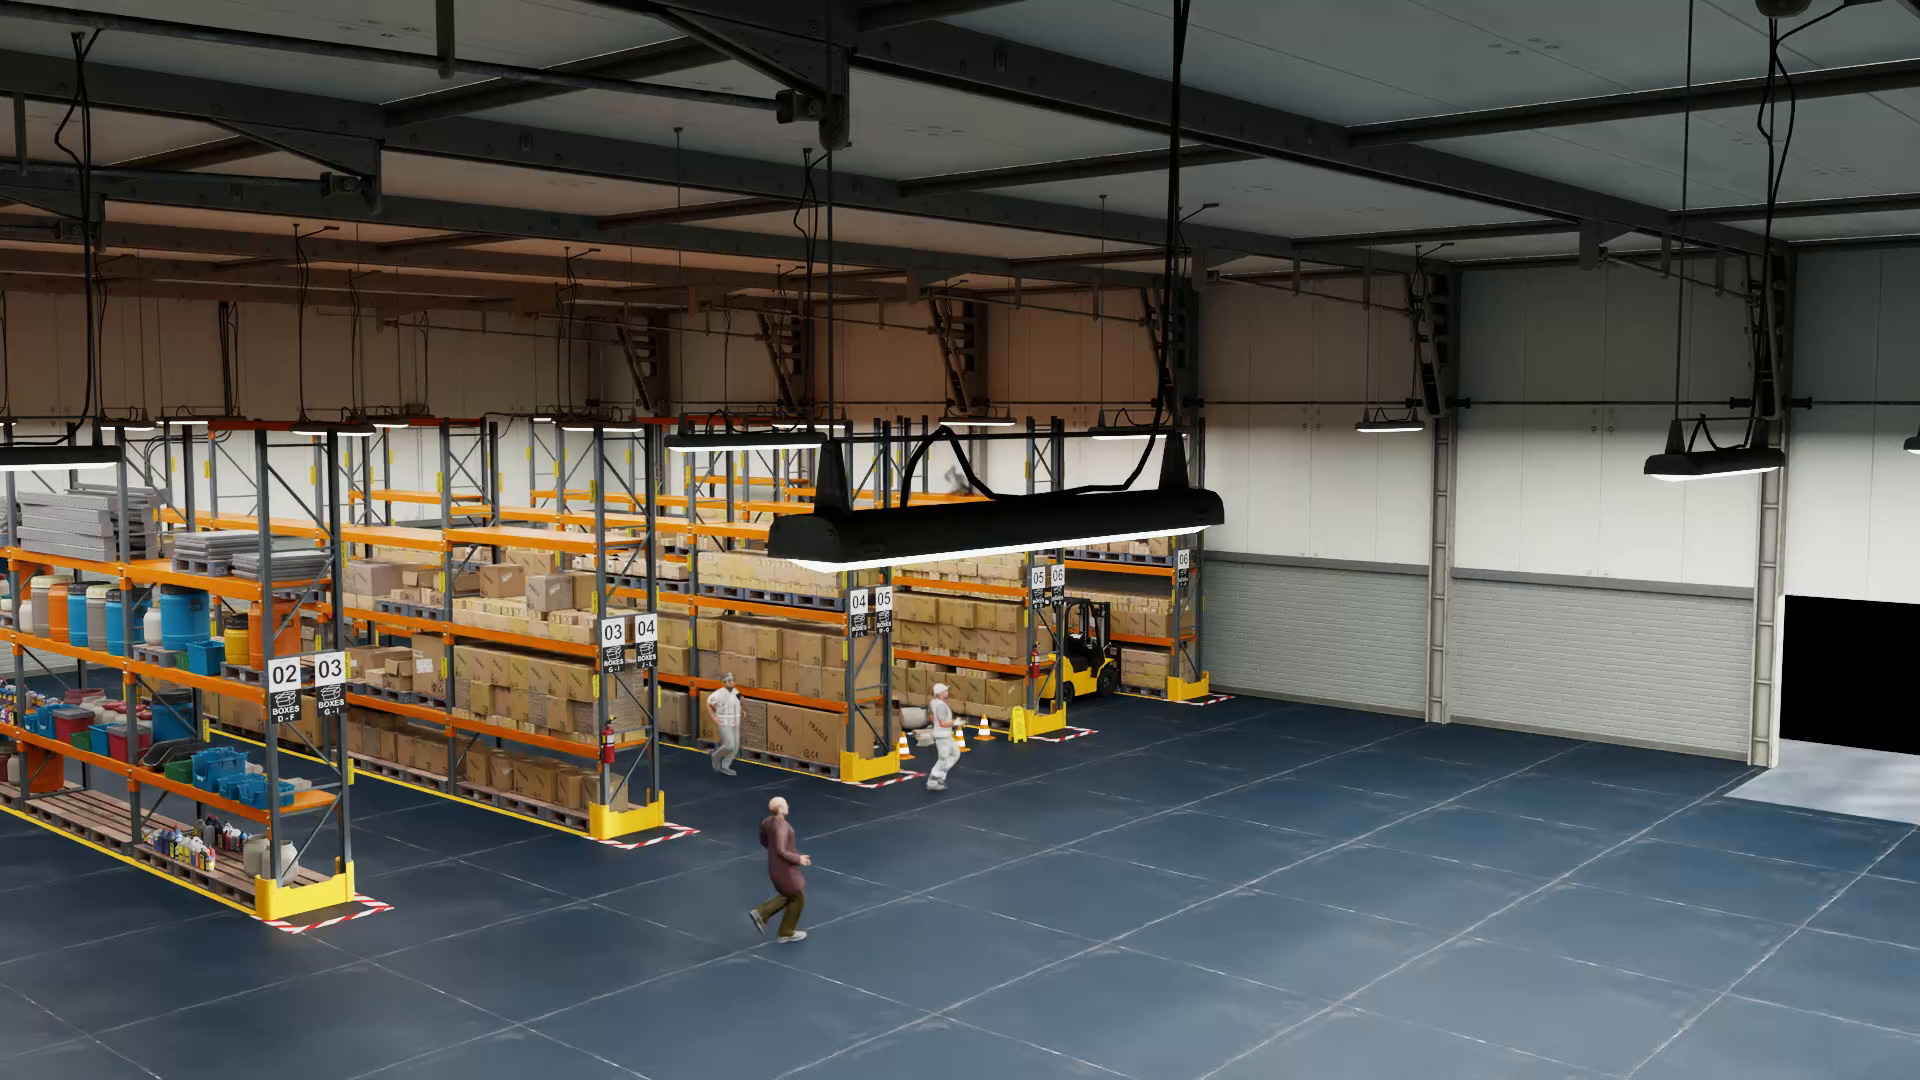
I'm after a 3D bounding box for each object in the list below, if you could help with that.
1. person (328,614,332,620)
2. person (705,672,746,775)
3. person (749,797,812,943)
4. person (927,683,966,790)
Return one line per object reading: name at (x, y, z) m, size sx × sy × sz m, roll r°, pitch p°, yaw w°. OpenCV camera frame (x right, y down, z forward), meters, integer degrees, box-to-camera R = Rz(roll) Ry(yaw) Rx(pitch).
person at (-13.738, 2.459, 36.307) m, size 0.626 × 1.734 × 0.637 m, roll -5°, pitch 7°, yaw -43°
person at (-3.907, 3.112, 28.185) m, size 0.563 × 1.757 × 0.710 m, roll 4°, pitch 6°, yaw 41°
person at (-2.113, 3.851, 19.421) m, size 0.670 × 1.725 × 0.708 m, roll -2°, pitch 5°, yaw -25°
person at (-0.224, 3.201, 27.002) m, size 0.637 × 1.779 × 0.635 m, roll 0°, pitch 5°, yaw -2°
